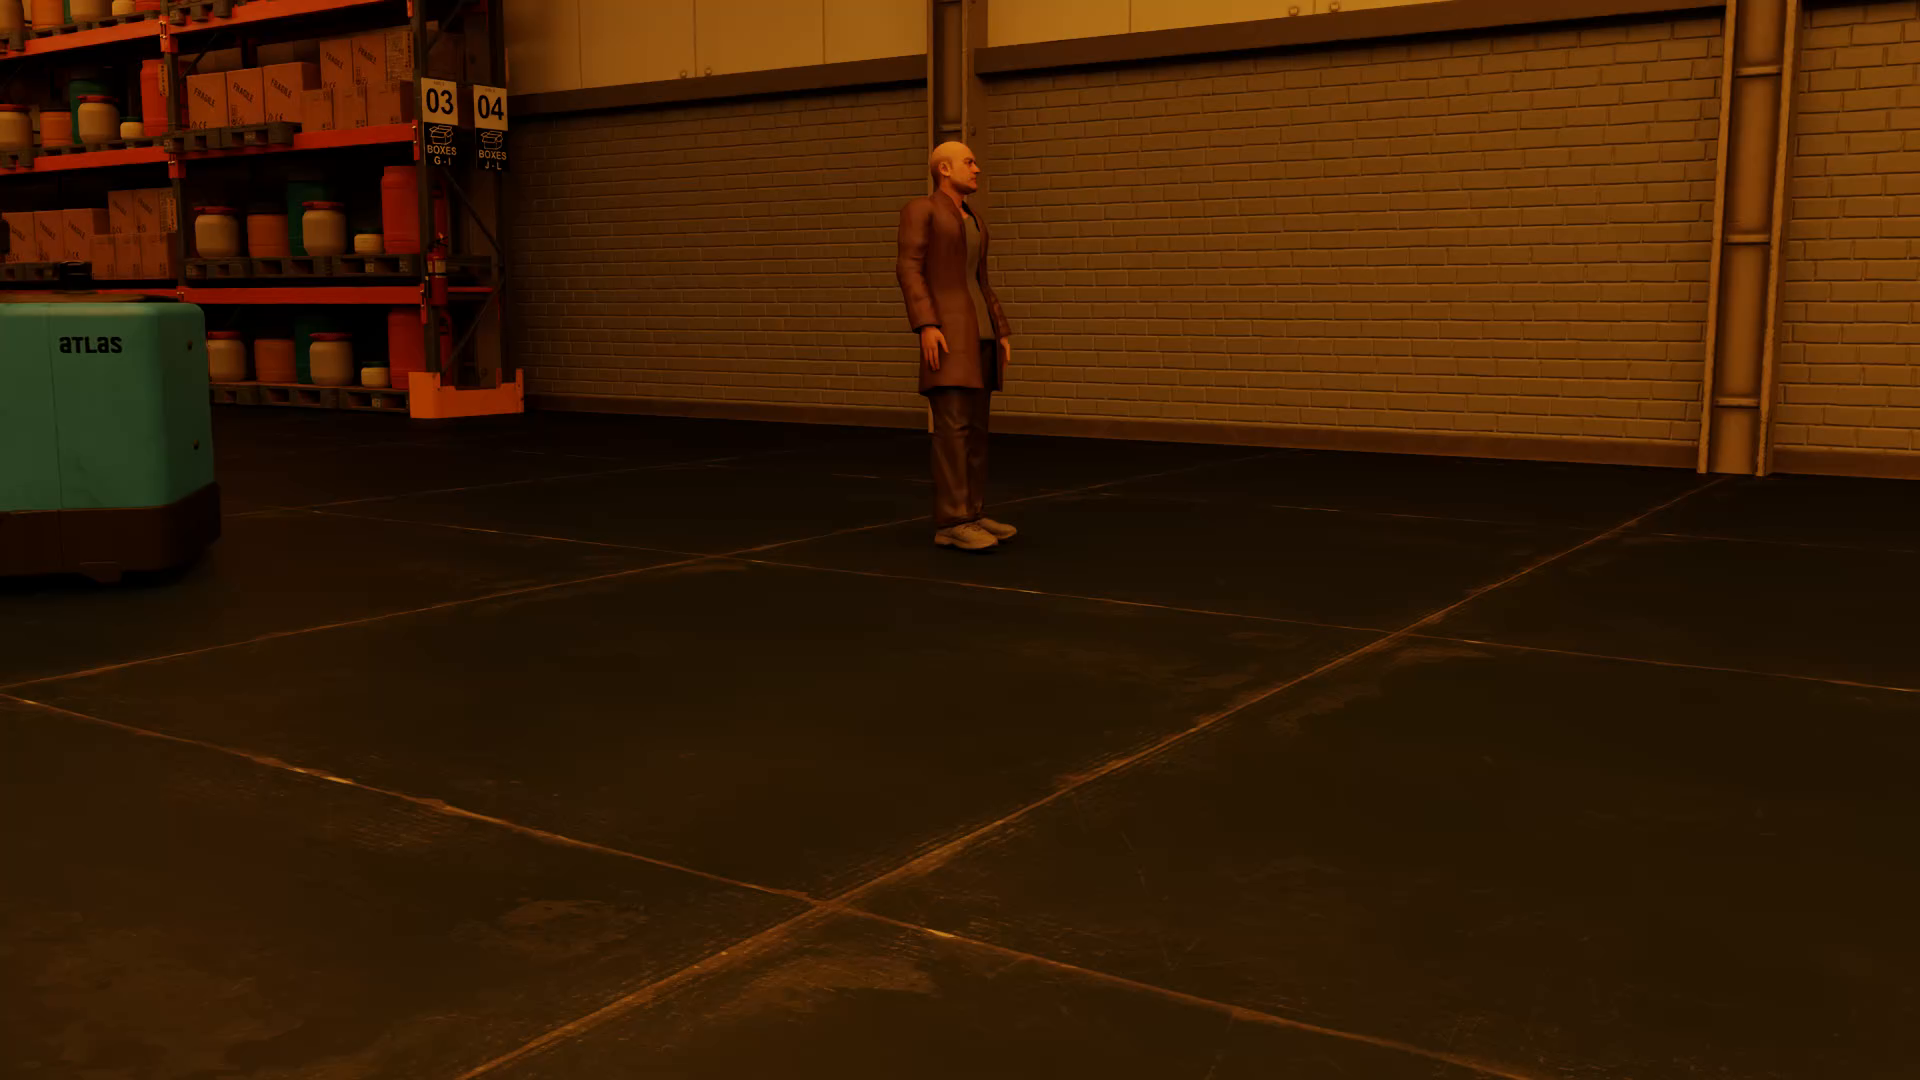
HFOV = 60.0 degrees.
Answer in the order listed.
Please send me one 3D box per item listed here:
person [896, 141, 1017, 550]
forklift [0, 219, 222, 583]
[{"bbox_3d":[0.074,-0.880,7.423,0.579,1.777,0.698,5,10,34],"label":"person"},{"bbox_3d":[-4.576,-1.289,6.257,3.031,2.935,1.130,-2,8,-13],"label":"forklift"}]
